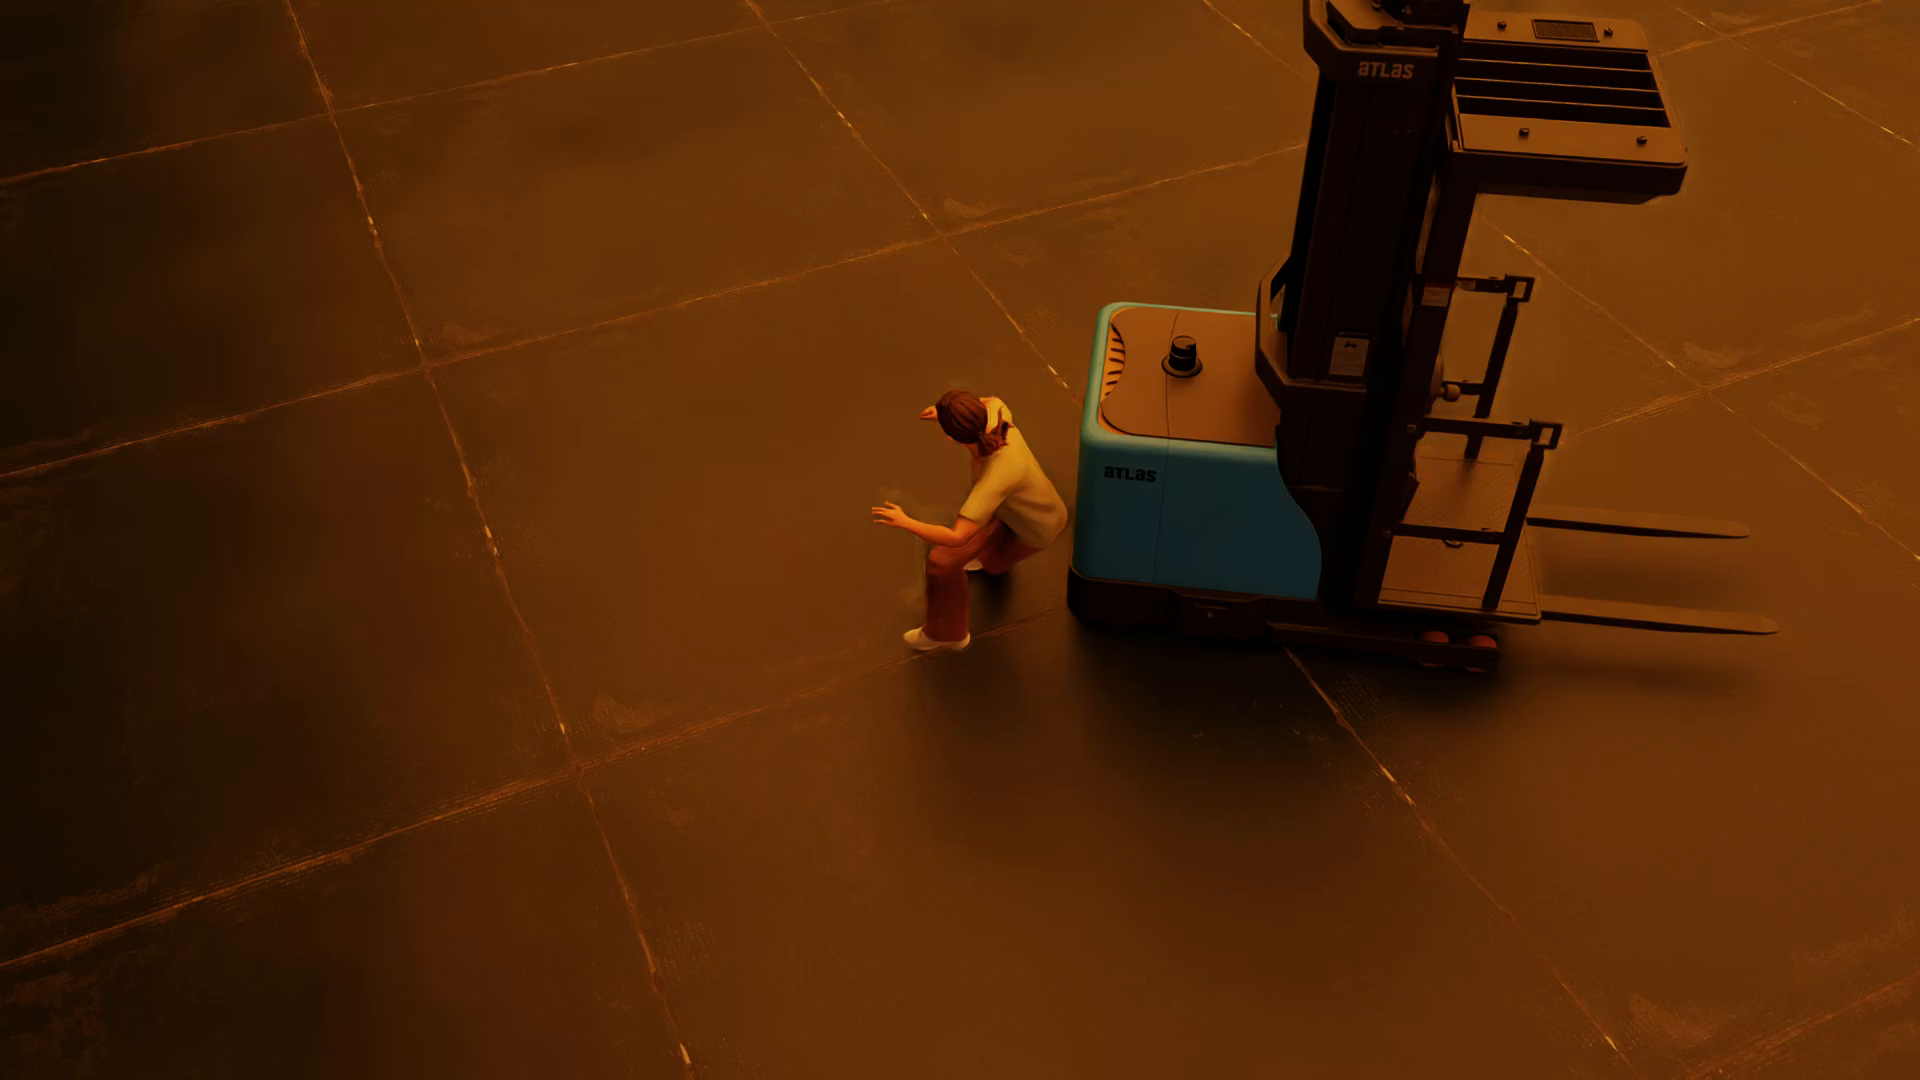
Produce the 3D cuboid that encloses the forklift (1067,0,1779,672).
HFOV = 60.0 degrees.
[{"bbox_3d":[2.037,-0.889,6.632,3.031,2.935,1.130,6,43,6],"label":"forklift"}]

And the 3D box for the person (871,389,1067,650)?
[{"bbox_3d":[-0.004,-0.118,6.894,0.879,1.422,0.887,-18,46,-18],"label":"person"}]
